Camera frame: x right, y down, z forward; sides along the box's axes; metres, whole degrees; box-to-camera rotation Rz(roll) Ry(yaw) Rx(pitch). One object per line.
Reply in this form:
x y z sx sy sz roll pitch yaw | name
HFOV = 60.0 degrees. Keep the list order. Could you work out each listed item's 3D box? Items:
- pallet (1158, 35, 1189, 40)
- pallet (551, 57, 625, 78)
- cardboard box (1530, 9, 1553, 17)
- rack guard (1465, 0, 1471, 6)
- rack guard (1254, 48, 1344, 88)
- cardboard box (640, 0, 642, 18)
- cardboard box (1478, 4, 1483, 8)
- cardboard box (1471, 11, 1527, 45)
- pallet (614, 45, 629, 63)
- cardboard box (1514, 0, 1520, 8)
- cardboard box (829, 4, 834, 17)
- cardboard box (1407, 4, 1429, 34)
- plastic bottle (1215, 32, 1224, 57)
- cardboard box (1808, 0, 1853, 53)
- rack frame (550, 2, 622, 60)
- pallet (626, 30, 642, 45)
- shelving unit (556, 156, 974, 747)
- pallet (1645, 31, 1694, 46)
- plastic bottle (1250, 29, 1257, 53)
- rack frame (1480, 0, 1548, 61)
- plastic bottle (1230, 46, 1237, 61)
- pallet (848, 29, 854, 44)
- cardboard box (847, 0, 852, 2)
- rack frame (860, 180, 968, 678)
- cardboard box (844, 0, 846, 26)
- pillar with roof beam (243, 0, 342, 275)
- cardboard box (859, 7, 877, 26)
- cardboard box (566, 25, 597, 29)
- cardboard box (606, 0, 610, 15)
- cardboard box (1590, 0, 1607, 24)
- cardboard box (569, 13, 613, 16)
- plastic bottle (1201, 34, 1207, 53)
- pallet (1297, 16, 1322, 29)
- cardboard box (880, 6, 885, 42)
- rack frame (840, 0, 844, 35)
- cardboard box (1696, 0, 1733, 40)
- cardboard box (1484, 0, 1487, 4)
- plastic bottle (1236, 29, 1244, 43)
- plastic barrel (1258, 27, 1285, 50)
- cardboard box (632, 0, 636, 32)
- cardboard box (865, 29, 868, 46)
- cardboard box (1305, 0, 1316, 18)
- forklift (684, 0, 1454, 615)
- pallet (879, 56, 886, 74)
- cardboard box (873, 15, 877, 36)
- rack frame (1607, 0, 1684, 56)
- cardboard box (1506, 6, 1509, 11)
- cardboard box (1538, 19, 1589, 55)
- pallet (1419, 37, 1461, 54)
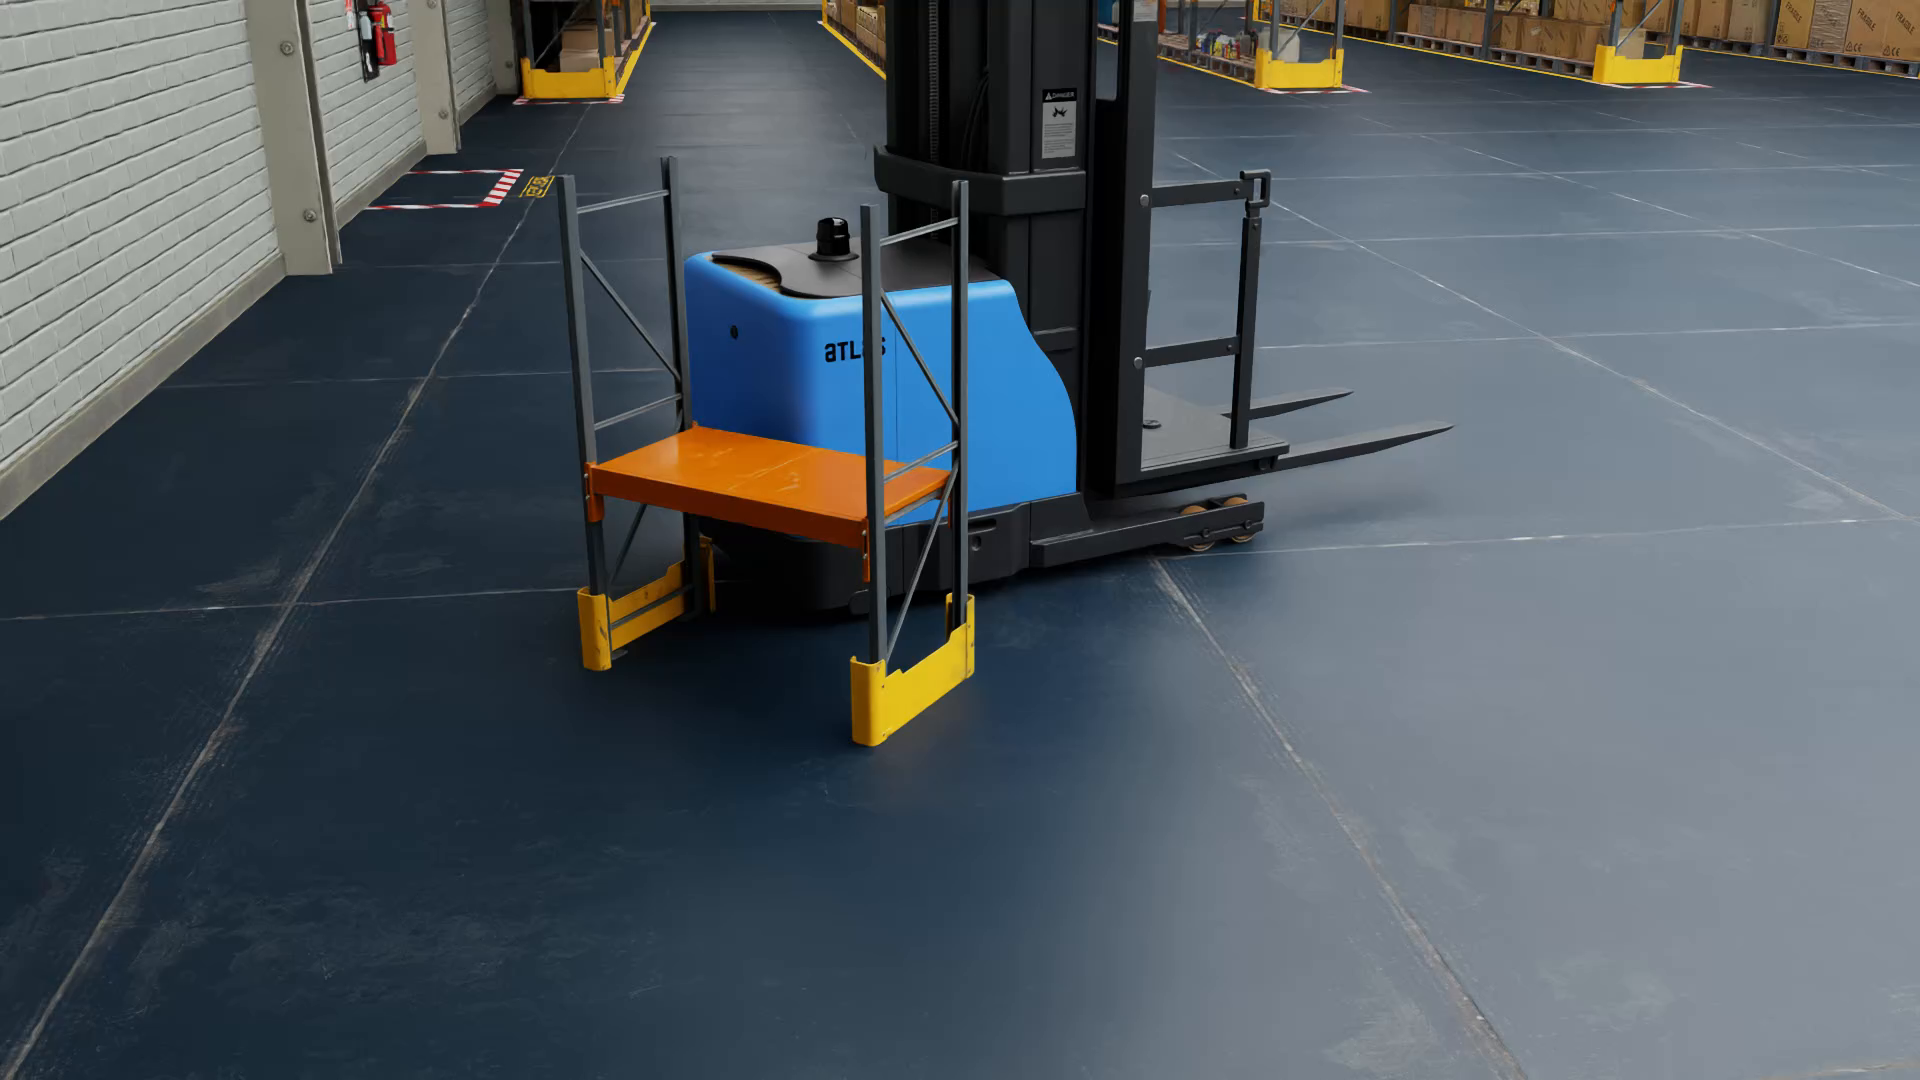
3.652 -8.855 29.624 1.003 0.211 1.213 -3 21 -8 | pallet
-5.517 -7.010 24.683 1.003 0.211 1.213 -3 21 -8 | pallet
12.432 -11.261 35.555 0.380 0.149 0.250 -3 21 -7 | cardboard box
12.260 -12.469 38.887 1.175 0.500 0.348 -3 21 -8 | rack guard
4.674 -6.515 22.944 1.175 0.500 0.348 -3 21 -8 | rack guard
-7.106 -11.317 35.202 0.700 0.500 0.500 -3 21 -8 | cardboard box
12.127 -12.244 38.185 0.380 0.149 0.250 -3 21 -8 | cardboard box
8.989 -8.545 27.752 0.700 0.500 0.500 -5 21 -12 | cardboard box
-5.942 -7.934 27.156 1.003 0.211 1.213 -3 21 -8 | pallet
12.363 -11.739 36.409 0.380 0.149 0.250 -2 21 -6 | cardboard box
-2.535 -11.322 35.544 0.500 0.250 0.500 -3 21 -8 | cardboard box
8.596 -9.486 30.270 0.700 0.500 0.500 -4 21 -11 | cardboard box
3.949 -7.499 25.164 0.144 0.351 0.185 -3 21 -8 | plastic bottle
14.134 -8.180 26.267 0.875 0.875 0.875 -3 21 -7 | cardboard box
-5.649 -8.547 24.813 1.000 3.000 0.127 -3 21 -8 | rack frame
-6.437 -9.324 30.879 1.003 0.211 1.213 -3 21 -8 | pallet
-0.563 -0.303 4.884 1.083 1.500 0.587 11 23 28 | shelving unit
13.441 -9.314 30.851 1.003 0.211 1.213 -3 21 -8 | pallet
4.561 -7.737 25.801 0.144 0.351 0.185 -4 21 -10 | plastic bottle
9.056 -9.297 26.820 1.000 3.000 0.127 -3 21 -8 | rack frame
4.033 -7.171 24.499 0.097 0.201 0.097 0 20 0 | plastic bottle
-1.567 -9.559 31.507 1.003 0.211 1.213 -3 21 -8 | pallet
-1.855 -10.255 31.258 0.500 0.250 0.500 -3 21 -9 | cardboard box
-0.114 -0.213 4.643 0.032 1.500 0.500 11 23 28 | rack frame
-1.984 -10.239 32.288 0.500 0.500 0.500 -3 21 -7 | cardboard box
-0.039 -6.234 10.045 9.100 9.000 0.400 -3 21 -8 | pillar with roof beam
-1.455 -8.977 28.492 0.500 0.311 0.500 -3 21 -9 | cardboard box
-5.460 -7.225 24.217 0.500 0.500 0.500 -4 21 -12 | cardboard box
-5.971 -8.693 27.077 0.500 0.250 0.500 -3 21 -8 | cardboard box
12.885 -10.499 33.012 0.500 0.500 0.500 -4 21 -10 | cardboard box
-6.011 -8.366 27.271 0.700 0.500 0.500 -3 21 -8 | cardboard box
3.841 -7.734 25.900 0.152 0.276 0.135 -2 21 -6 | plastic bottle
7.871 -11.027 35.439 1.003 0.211 1.213 -3 21 -8 | pallet
-0.910 -7.709 24.827 0.500 0.500 0.500 -3 21 -8 | cardboard box
-1.901 -11.568 32.902 1.000 3.000 0.127 -3 21 -8 | rack frame
13.665 -9.199 29.174 1.050 0.750 0.750 -3 21 -8 | cardboard box
12.107 -12.200 37.644 0.380 0.149 0.250 -2 21 -6 | cardboard box
4.390 -7.796 25.960 0.144 0.351 0.185 -3 21 -8 | plastic bottle
4.489 -7.091 23.869 0.421 0.512 0.421 0 20 0 | plastic barrel
-6.321 -9.687 30.336 0.750 0.750 0.750 -3 21 -8 | cardboard box
-1.311 -8.364 27.654 0.500 0.250 0.500 -2 21 -7 | cardboard box
7.887 -11.500 35.157 0.875 0.875 0.875 -3 21 -8 | cardboard box
0.549 -1.480 5.989 3.031 2.935 1.130 -11 23 -27 | forklift
-0.674 -7.215 25.231 1.003 0.211 1.213 -3 21 -8 | pallet
-1.089 -8.095 26.132 0.500 0.311 0.500 -3 21 -8 | cardboard box
9.633 -7.912 23.112 1.000 3.000 0.127 -3 21 -8 | rack frame
12.312 -11.713 36.765 0.380 0.149 0.250 -3 21 -7 | cardboard box
9.331 -7.773 25.713 0.500 0.500 0.500 -5 21 -13 | cardboard box
8.763 -8.683 29.163 1.003 0.211 1.213 -3 21 -8 | pallet
